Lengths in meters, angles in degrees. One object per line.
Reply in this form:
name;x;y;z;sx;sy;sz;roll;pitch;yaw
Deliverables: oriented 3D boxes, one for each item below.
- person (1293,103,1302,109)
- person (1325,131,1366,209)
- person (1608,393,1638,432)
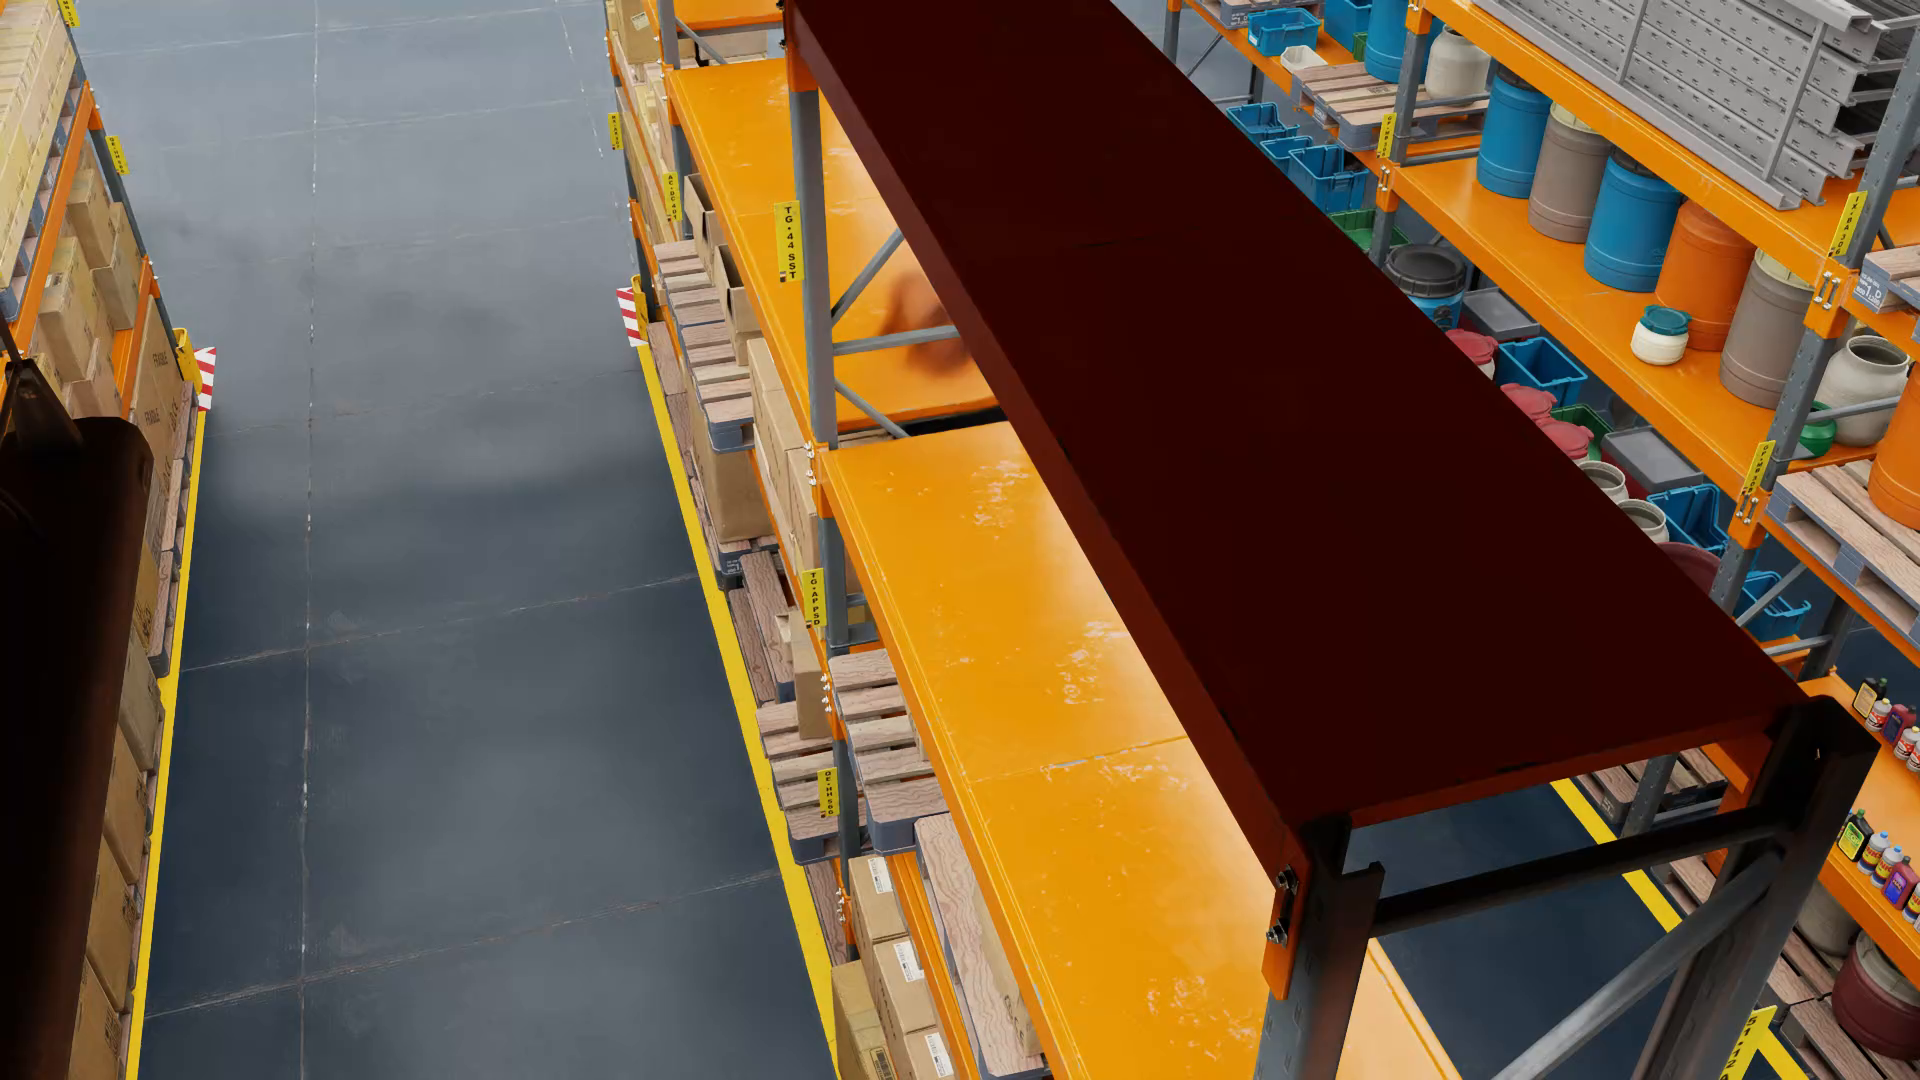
person;3.843;-5.610;18.596;0.570;1.627;0.609;9;39;11
person;3.729;-3.768;16.253;0.710;1.659;0.513;-18;42;-21
person;5.259;-1.197;12.969;0.598;1.669;0.611;-17;41;-20
